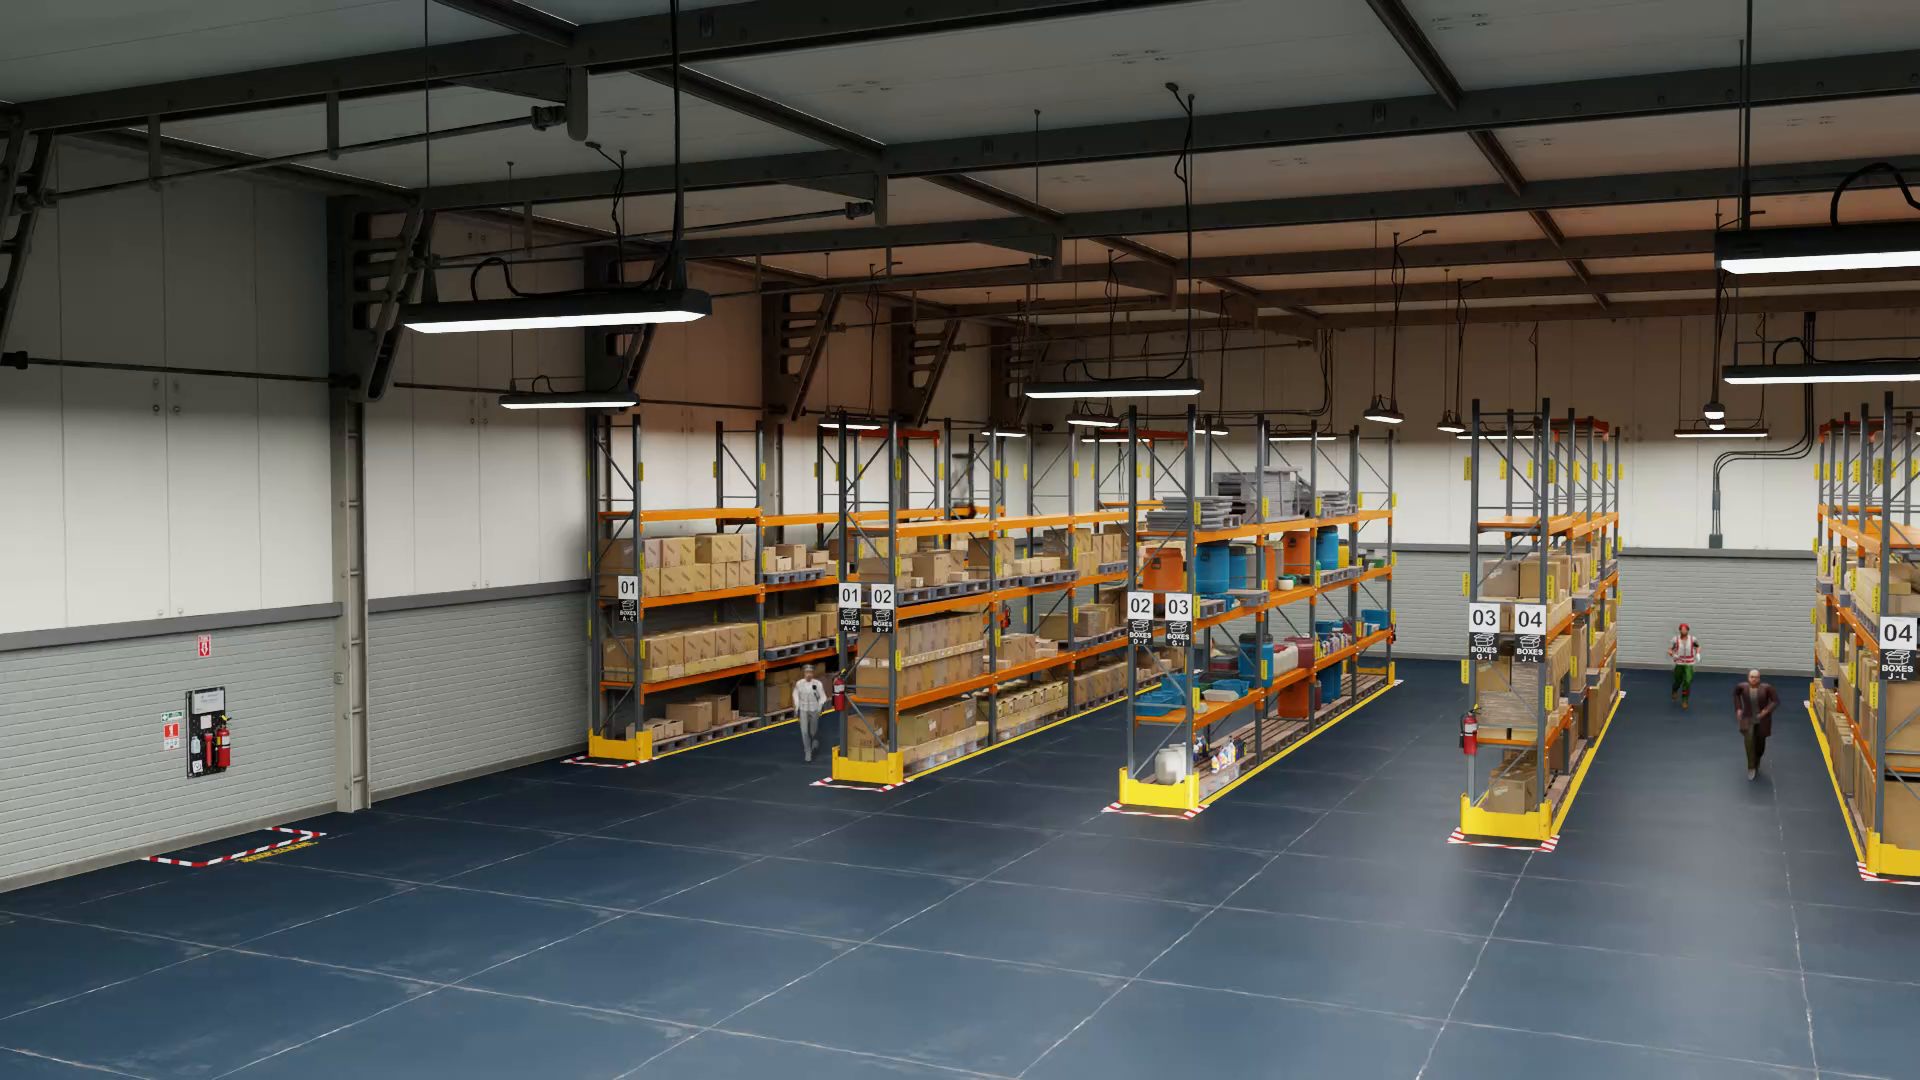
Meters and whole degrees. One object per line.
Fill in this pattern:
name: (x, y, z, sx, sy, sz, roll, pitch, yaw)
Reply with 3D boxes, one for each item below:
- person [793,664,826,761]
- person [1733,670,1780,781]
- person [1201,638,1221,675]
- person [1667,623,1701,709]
person: (-2.634, 2.986, 29.081, 0.603, 1.668, 0.726, 0, 2, 1)
person: (13.112, 3.004, 27.399, 0.712, 1.778, 1.186, 1, 3, 28)
person: (5.095, 2.805, 33.518, 0.531, 1.710, 1.061, 1, 3, 28)
person: (15.417, 2.659, 35.418, 0.667, 1.786, 0.956, 1, 2, 19)
